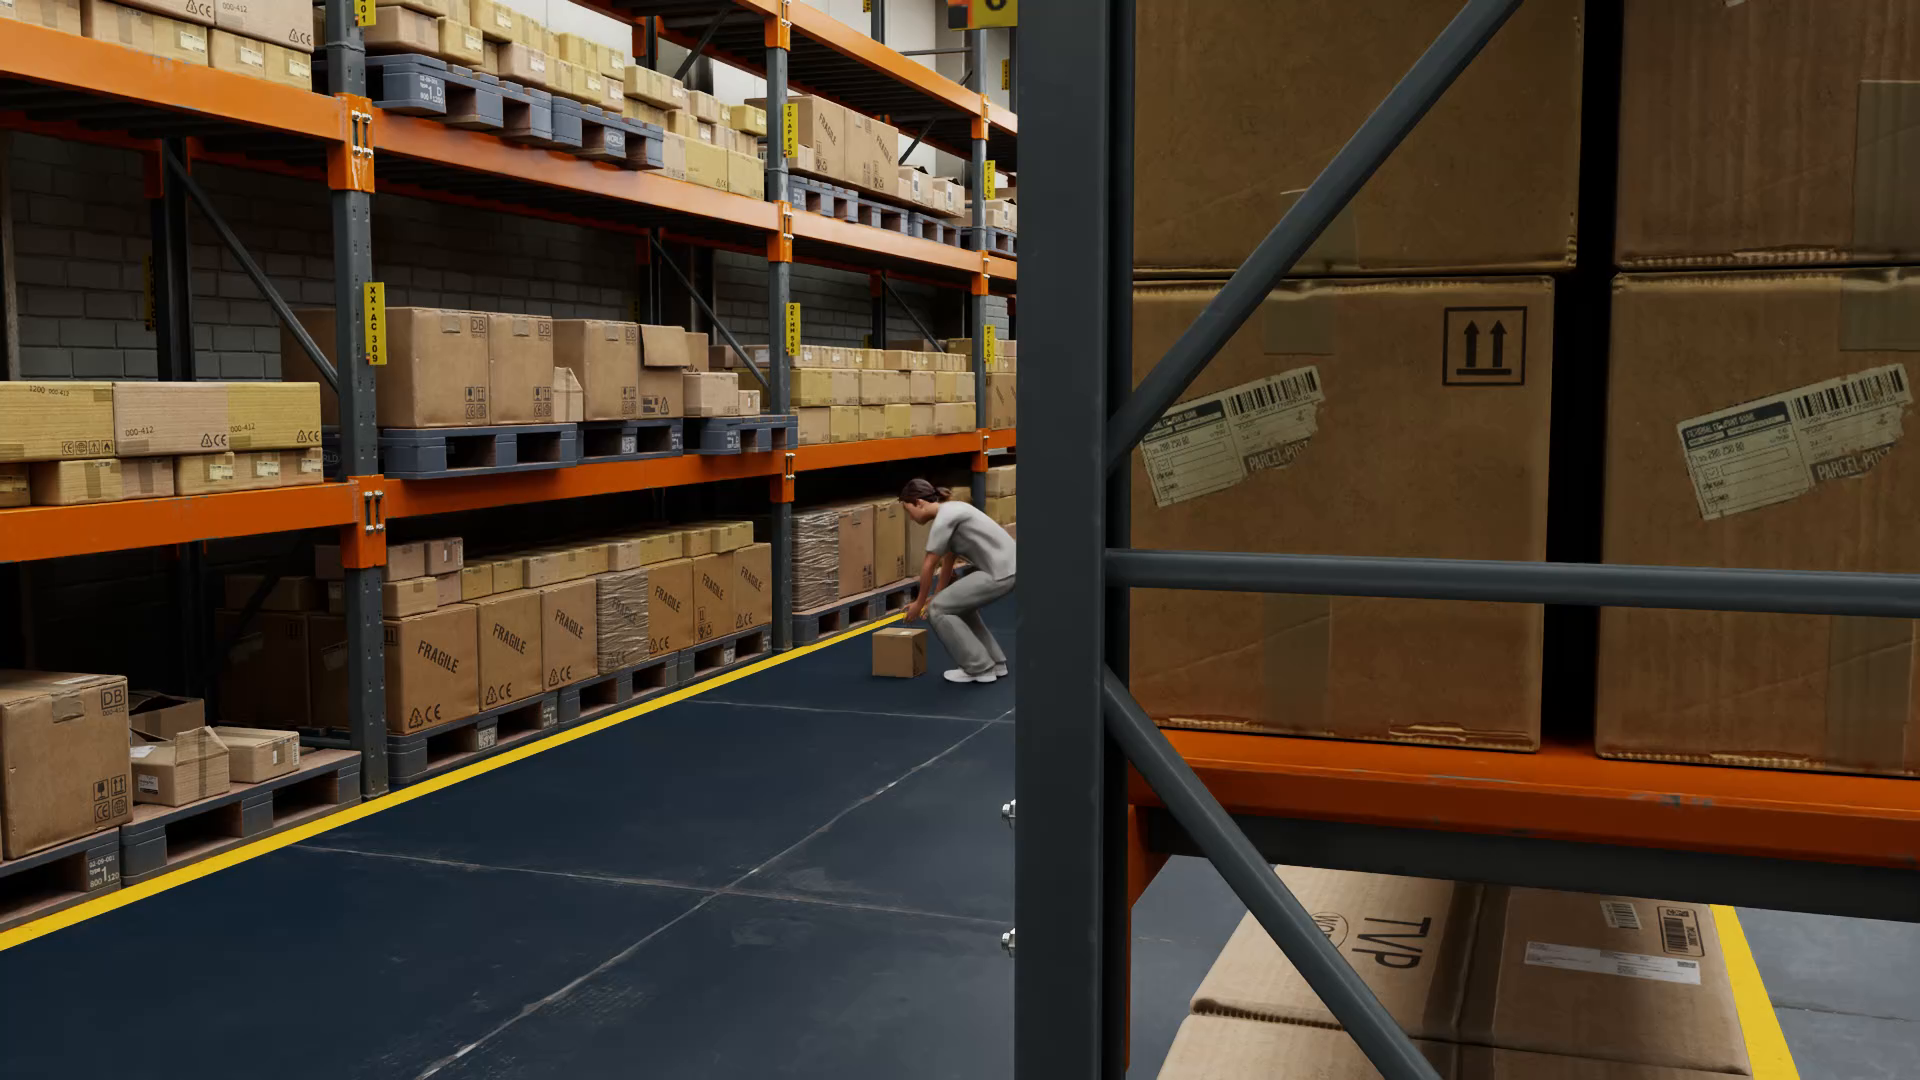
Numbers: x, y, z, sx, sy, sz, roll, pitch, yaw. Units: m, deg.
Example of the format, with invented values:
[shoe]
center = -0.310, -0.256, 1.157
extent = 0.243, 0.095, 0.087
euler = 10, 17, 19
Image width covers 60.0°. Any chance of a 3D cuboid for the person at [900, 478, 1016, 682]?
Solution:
[person]
center = 0.012, 0.227, 9.574
extent = 0.741, 1.158, 0.496
euler = 2, 6, 19
